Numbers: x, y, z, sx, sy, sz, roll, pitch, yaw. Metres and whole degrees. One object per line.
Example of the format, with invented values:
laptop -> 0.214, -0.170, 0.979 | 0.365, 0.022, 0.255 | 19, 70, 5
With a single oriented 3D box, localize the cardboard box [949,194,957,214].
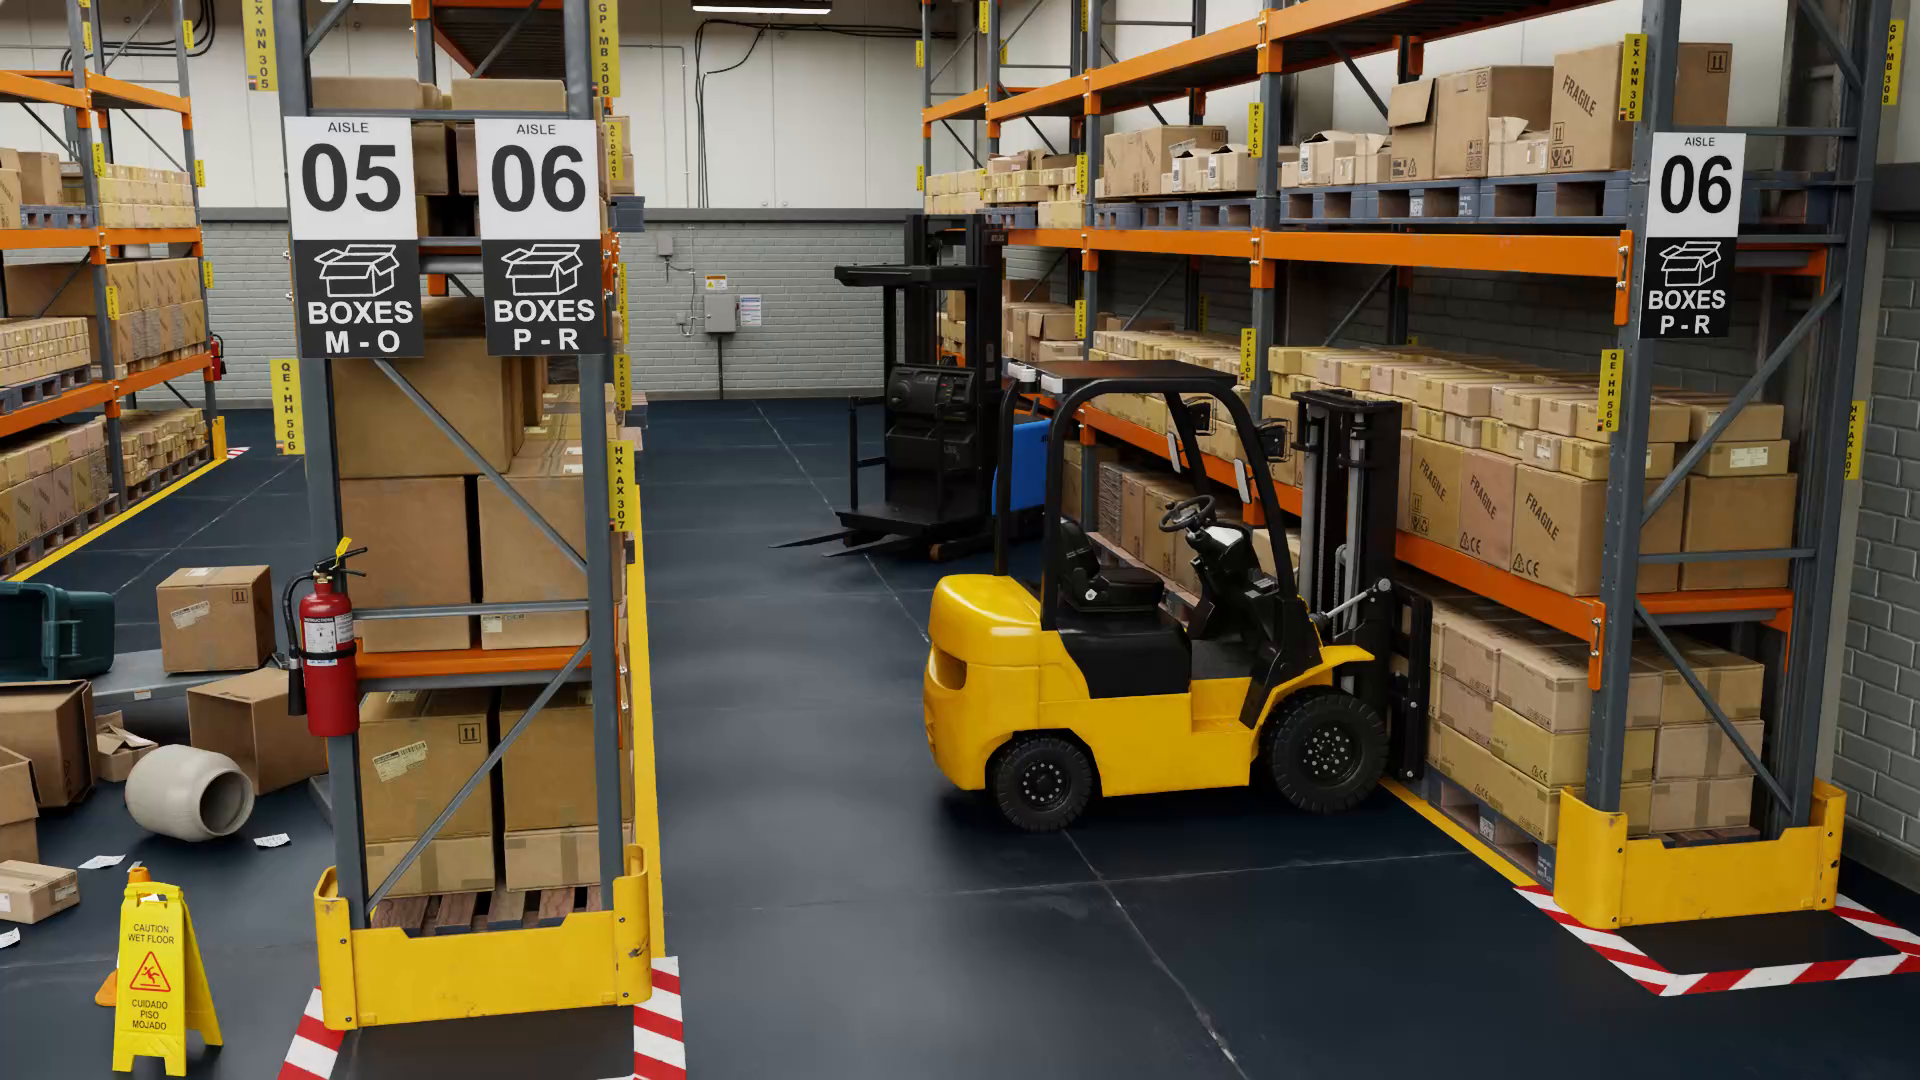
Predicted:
cardboard box -> 0.165, -4.036, 20.014 | 0.500, 0.250, 0.500 | -2, 11, -12

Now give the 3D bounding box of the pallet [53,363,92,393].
pallet -> -8.903, -1.509, 15.668 | 1.003, 0.211, 1.213 | -2, 11, -11

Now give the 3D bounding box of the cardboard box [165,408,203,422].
cardboard box -> -9.336, -1.492, 19.979 | 0.380, 0.149, 0.250 | -2, 11, -10

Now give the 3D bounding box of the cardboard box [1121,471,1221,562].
cardboard box -> 1.816, -0.200, 13.506 | 0.875, 0.625, 0.625 | -2, 11, -9

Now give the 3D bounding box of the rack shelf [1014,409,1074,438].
rack shelf -> 0.679, -1.096, 16.001 | 0.538, 0.278, 1.000 | 12, 4, -23

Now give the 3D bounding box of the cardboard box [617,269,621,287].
cardboard box -> -4.394, -3.046, 20.292 | 0.500, 0.500, 0.500 | -2, 11, -11

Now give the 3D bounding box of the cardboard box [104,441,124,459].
cardboard box -> -8.773, -0.917, 16.958 | 0.380, 0.149, 0.250 | -2, 11, -9

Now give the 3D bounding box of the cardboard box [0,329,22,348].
cardboard box -> -8.288, -1.723, 14.237 | 0.380, 0.149, 0.250 | -2, 11, -9

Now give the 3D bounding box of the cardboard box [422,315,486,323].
cardboard box -> -2.344, -0.701, 7.175 | 0.700, 0.500, 0.500 | -2, 11, -12

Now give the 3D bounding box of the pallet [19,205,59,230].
pallet -> -8.689, -2.823, 14.537 | 1.213, 0.211, 1.003 | -2, 11, -11

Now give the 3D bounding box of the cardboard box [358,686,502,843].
cardboard box -> -2.151, 0.892, 6.764 | 0.500, 0.500, 0.500 | -2, 11, -11

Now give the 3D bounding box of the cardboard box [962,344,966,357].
cardboard box -> 0.237, -2.243, 19.683 | 0.380, 0.149, 0.250 | -2, 11, -12

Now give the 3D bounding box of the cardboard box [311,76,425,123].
cardboard box -> -2.095, -1.539, 5.832 | 0.380, 0.149, 0.250 | -2, 11, -10

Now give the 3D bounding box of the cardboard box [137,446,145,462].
cardboard box -> -8.935, -0.915, 17.740 | 0.380, 0.149, 0.250 | -3, 11, -14

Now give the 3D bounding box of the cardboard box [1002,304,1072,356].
cardboard box -> 0.770, -2.192, 17.353 | 0.700, 0.500, 0.500 | -2, 11, -10

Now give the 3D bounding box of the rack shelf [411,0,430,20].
rack shelf -> -2.128, -2.705, 7.328 | 1.077, 0.370, 4.000 | -2, 11, -11

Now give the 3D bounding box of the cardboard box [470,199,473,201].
cardboard box -> -2.305, -1.564, 7.025 | 0.500, 0.250, 0.500 | -2, 11, -9

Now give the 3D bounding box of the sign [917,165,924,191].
sign -> -0.515, -4.745, 21.798 | 0.100, 0.325, 0.005 | -2, 11, -11

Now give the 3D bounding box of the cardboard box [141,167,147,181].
cardboard box -> -9.000, -3.942, 17.916 | 0.380, 0.149, 0.250 | -2, 11, -13

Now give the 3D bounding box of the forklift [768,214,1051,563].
forklift -> -0.390, -1.349, 14.496 | 1.130, 2.935, 3.031 | 8, 14, 38

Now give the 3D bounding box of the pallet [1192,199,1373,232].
pallet -> 2.167, -2.202, 11.285 | 0.805, 0.209, 1.217 | -3, 11, -13

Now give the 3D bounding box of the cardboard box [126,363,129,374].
cardboard box -> -8.870, -1.781, 17.255 | 0.380, 0.149, 0.250 | -3, 11, -14

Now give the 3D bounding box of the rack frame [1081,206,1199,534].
rack frame -> 1.573, -1.395, 14.555 | 1.000, 3.000, 0.127 | -2, 11, -11

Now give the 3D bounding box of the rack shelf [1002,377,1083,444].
rack shelf -> 1.184, -1.408, 16.549 | 1.077, 0.370, 4.000 | -2, 11, -11

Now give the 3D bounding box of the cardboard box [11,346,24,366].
cardboard box -> -8.280, -1.576, 14.261 | 0.380, 0.149, 0.250 | -2, 11, -12

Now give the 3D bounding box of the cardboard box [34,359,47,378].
cardboard box -> -8.381, -1.527, 14.799 | 0.380, 0.149, 0.250 | -2, 11, -9

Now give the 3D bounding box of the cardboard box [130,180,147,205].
cardboard box -> -8.944, -3.675, 17.579 | 0.500, 0.250, 0.500 | -2, 11, -10

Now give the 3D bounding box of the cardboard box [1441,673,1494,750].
cardboard box -> 2.641, 0.801, 7.912 | 0.500, 0.250, 0.500 | -2, 11, -12

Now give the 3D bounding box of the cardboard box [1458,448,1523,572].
cardboard box -> 2.684, -0.153, 7.763 | 0.500, 0.500, 0.500 | -2, 11, -9

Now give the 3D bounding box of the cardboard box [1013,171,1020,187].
cardboard box -> 0.741, -3.575, 16.476 | 0.380, 0.149, 0.250 | -2, 11, -11

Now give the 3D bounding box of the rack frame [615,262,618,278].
rack frame -> -4.073, -1.947, 17.457 | 1.000, 3.000, 0.127 | -2, 11, -11

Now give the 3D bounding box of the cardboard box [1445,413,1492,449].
cardboard box -> 2.582, -0.537, 8.048 | 0.380, 0.149, 0.250 | -2, 11, -13

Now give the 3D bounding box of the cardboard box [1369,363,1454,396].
cardboard box -> 2.450, -0.872, 9.013 | 0.380, 0.149, 0.250 | -2, 11, -11

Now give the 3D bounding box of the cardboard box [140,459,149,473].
cardboard box -> -8.914, -0.770, 17.775 | 0.380, 0.149, 0.250 | -2, 11, -12

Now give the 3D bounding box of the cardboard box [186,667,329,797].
cardboard box -> -3.644, 0.993, 8.690 | 0.500, 0.500, 0.500 | 6, 12, 28

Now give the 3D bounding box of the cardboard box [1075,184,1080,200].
cardboard box -> 1.237, -3.095, 14.800 | 0.380, 0.149, 0.250 | -2, 11, -12

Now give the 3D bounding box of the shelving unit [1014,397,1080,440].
shelving unit -> 0.610, -0.813, 16.020 | 0.538, 1.125, 1.048 | 12, 4, -23

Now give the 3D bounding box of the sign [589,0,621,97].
sign -> -1.207, -1.669, 5.636 | 0.100, 0.325, 0.005 | -2, 11, -11

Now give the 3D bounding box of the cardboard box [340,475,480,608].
cardboard box -> -2.115, -0.031, 6.327 | 0.500, 0.500, 0.500 | -2, 11, -12

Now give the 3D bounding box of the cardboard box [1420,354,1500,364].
cardboard box -> 2.892, -0.988, 9.621 | 0.380, 0.149, 0.250 | -2, 11, -12

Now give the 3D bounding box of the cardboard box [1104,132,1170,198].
cardboard box -> 1.475, -3.031, 13.472 | 0.500, 0.500, 0.500 | -2, 11, -11

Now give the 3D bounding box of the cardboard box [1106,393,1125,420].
cardboard box -> 1.512, -1.138, 13.609 | 0.500, 0.250, 0.500 | -2, 11, -12

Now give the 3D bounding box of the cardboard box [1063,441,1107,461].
cardboard box -> 1.145, -0.822, 15.373 | 0.380, 0.149, 0.250 | -3, 11, -14

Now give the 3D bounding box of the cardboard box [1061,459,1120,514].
cardboard box -> 1.193, -0.535, 15.600 | 0.500, 0.500, 0.500 | -2, 11, -12

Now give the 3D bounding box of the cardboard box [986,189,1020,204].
cardboard box -> 0.479, -3.616, 17.484 | 0.380, 0.149, 0.250 | -2, 11, -10

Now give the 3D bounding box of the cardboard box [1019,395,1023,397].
cardboard box -> 0.663, -1.498, 18.130 | 0.380, 0.149, 0.250 | -2, 11, -12

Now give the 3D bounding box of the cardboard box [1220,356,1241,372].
cardboard box -> 2.003, -1.177, 11.408 | 0.380, 0.149, 0.250 | -2, 11, -11

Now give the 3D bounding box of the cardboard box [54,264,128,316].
cardboard box -> -8.758, -2.527, 16.765 | 0.500, 0.500, 0.500 | -2, 11, -10

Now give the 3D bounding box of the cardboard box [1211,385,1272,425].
cardboard box -> 2.005, -0.914, 11.092 | 0.500, 0.250, 0.500 | -2, 11, -12

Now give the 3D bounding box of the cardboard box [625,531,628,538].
cardboard box -> -3.348, -0.506, 14.444 | 0.875, 0.875, 0.875 | -2, 11, -12

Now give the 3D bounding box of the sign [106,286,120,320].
sign -> -8.365, -2.338, 16.416 | 0.100, 0.325, 0.005 | -2, 11, -11

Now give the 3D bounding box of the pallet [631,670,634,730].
pallet -> -2.352, 1.012, 9.369 | 1.003, 0.211, 1.213 | -2, 11, -11

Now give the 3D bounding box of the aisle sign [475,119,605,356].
aisle sign -> -1.423, -1.023, 5.651 | 0.394, 0.787, 0.004 | -2, 11, -11

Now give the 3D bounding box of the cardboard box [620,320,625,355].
cardboard box -> -2.724, -1.355, 12.159 | 0.500, 0.500, 0.500 | -3, 11, -15

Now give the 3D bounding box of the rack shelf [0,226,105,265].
rack shelf -> -8.520, -2.502, 14.274 | 1.077, 0.370, 4.000 | -2, 11, -11

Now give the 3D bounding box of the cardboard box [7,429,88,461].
cardboard box -> -8.429, -0.873, 15.371 | 0.500, 0.250, 0.500 | -2, 11, -8
